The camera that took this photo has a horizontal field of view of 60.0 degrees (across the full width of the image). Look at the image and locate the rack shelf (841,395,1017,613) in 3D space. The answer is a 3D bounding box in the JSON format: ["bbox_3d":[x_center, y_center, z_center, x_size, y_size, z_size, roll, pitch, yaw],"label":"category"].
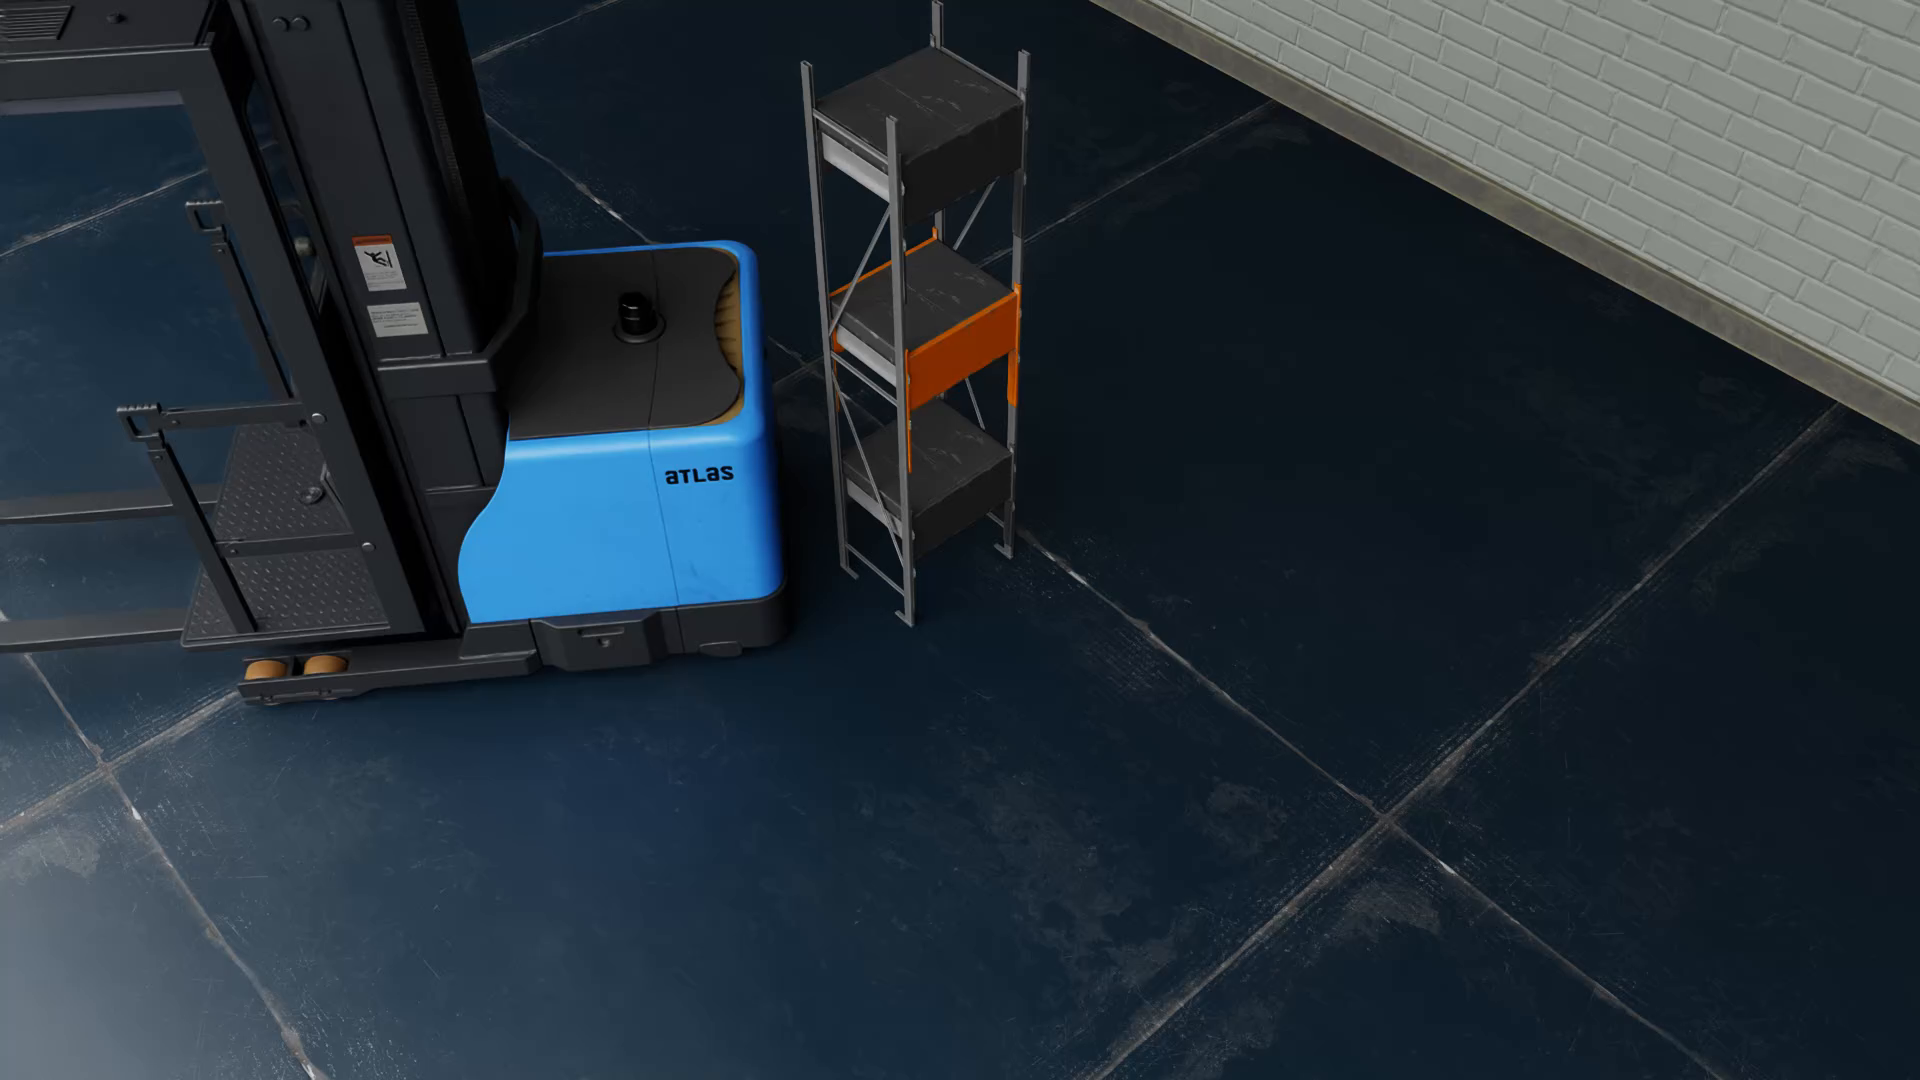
[{"bbox_3d":[-0.122,-0.146,5.927,0.480,0.518,0.431,-34,56,-27],"label":"rack shelf"}]

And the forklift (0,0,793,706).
[{"bbox_3d":[-2.145,-0.839,5.029,3.031,2.935,1.130,-5,47,-4],"label":"forklift"}]

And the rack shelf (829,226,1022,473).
[{"bbox_3d":[-0.122,-0.621,5.413,0.480,0.518,0.431,-34,56,-27],"label":"rack shelf"}]

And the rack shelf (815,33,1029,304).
[{"bbox_3d":[-0.122,-1.096,4.898,0.480,0.518,0.431,-34,56,-27],"label":"rack shelf"}]

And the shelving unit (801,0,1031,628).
[{"bbox_3d":[-0.122,-0.630,5.403,0.503,2.100,0.431,-34,56,-27],"label":"shelving unit"}]

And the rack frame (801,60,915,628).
[{"bbox_3d":[-0.303,-0.510,5.291,0.015,2.100,0.400,-34,56,-27],"label":"rack frame"}]

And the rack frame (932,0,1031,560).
[{"bbox_3d":[0.058,-0.751,5.514,0.015,2.100,0.400,-34,56,-27],"label":"rack frame"}]
